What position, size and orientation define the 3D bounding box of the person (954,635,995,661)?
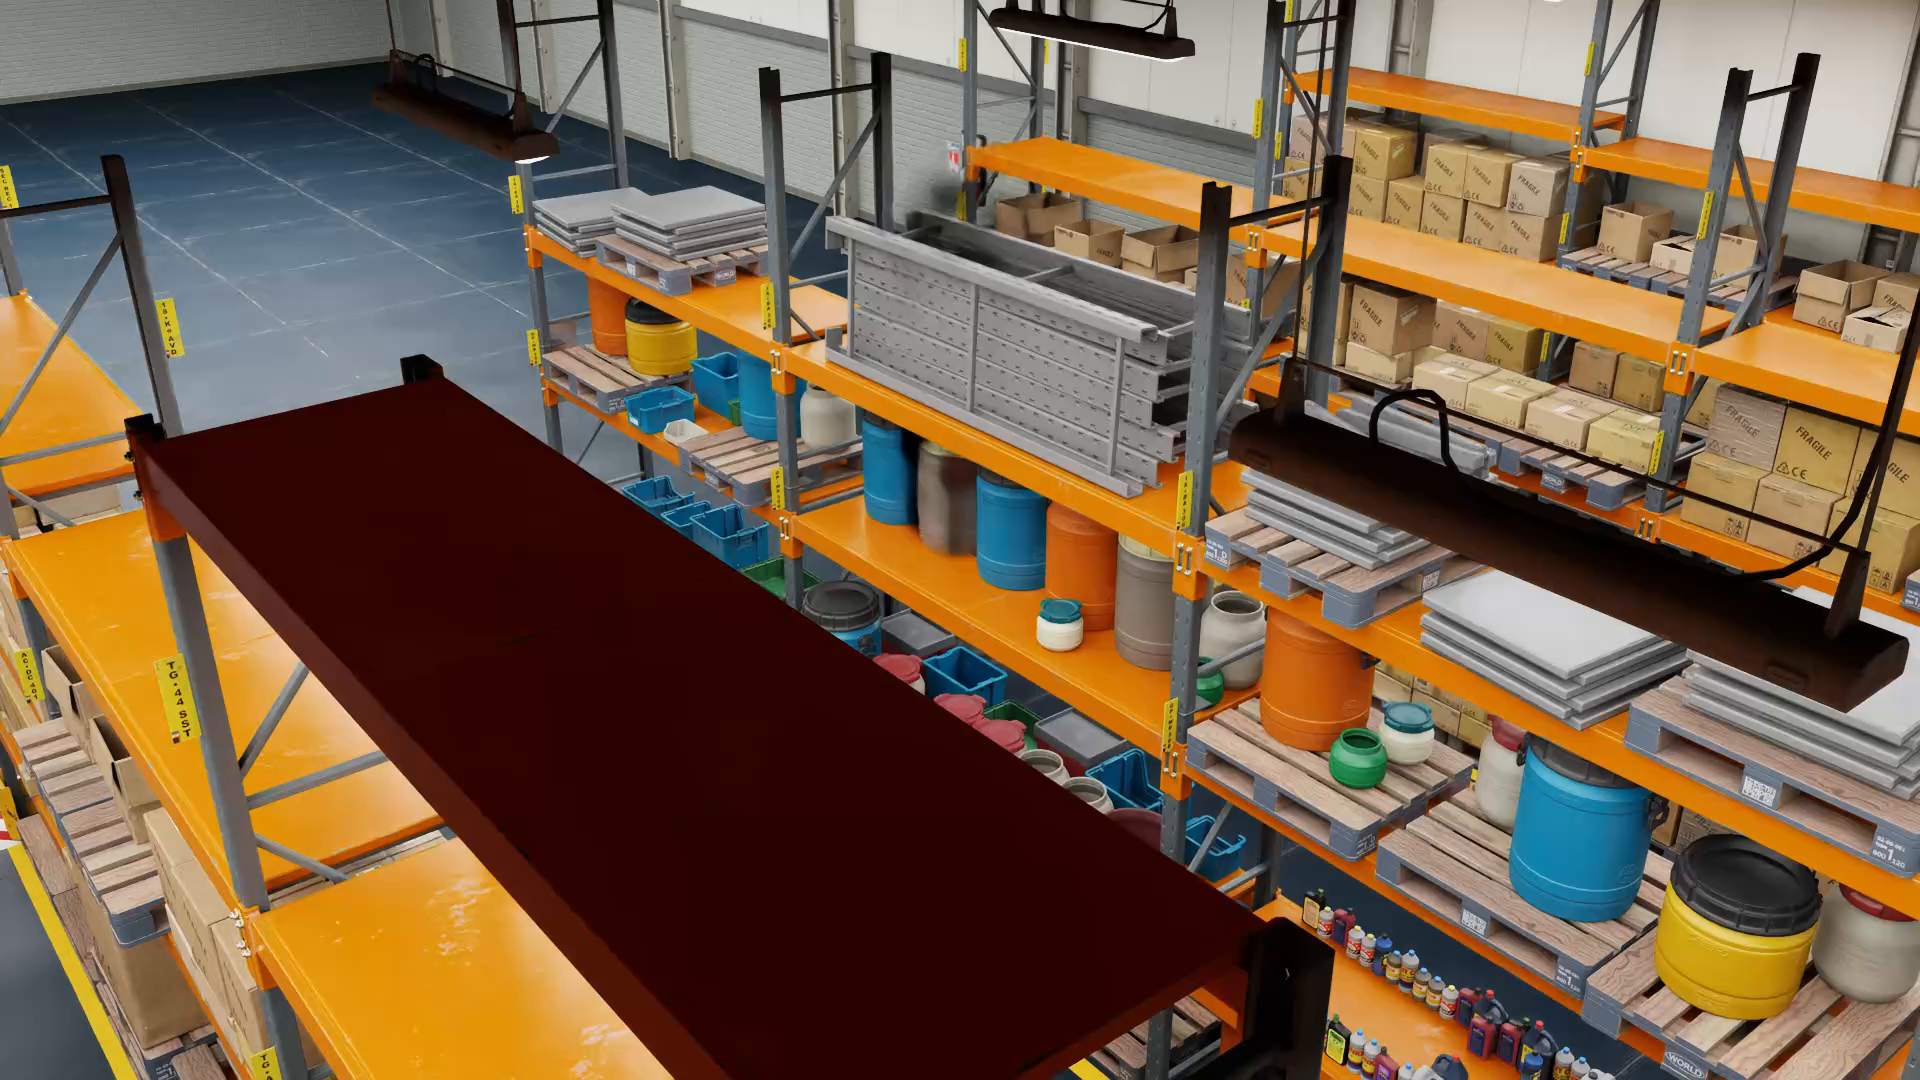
[{"bbox_3d":[0.044,0.433,15.188,0.584,1.607,0.718,-22,33,-38],"label":"person"}]
